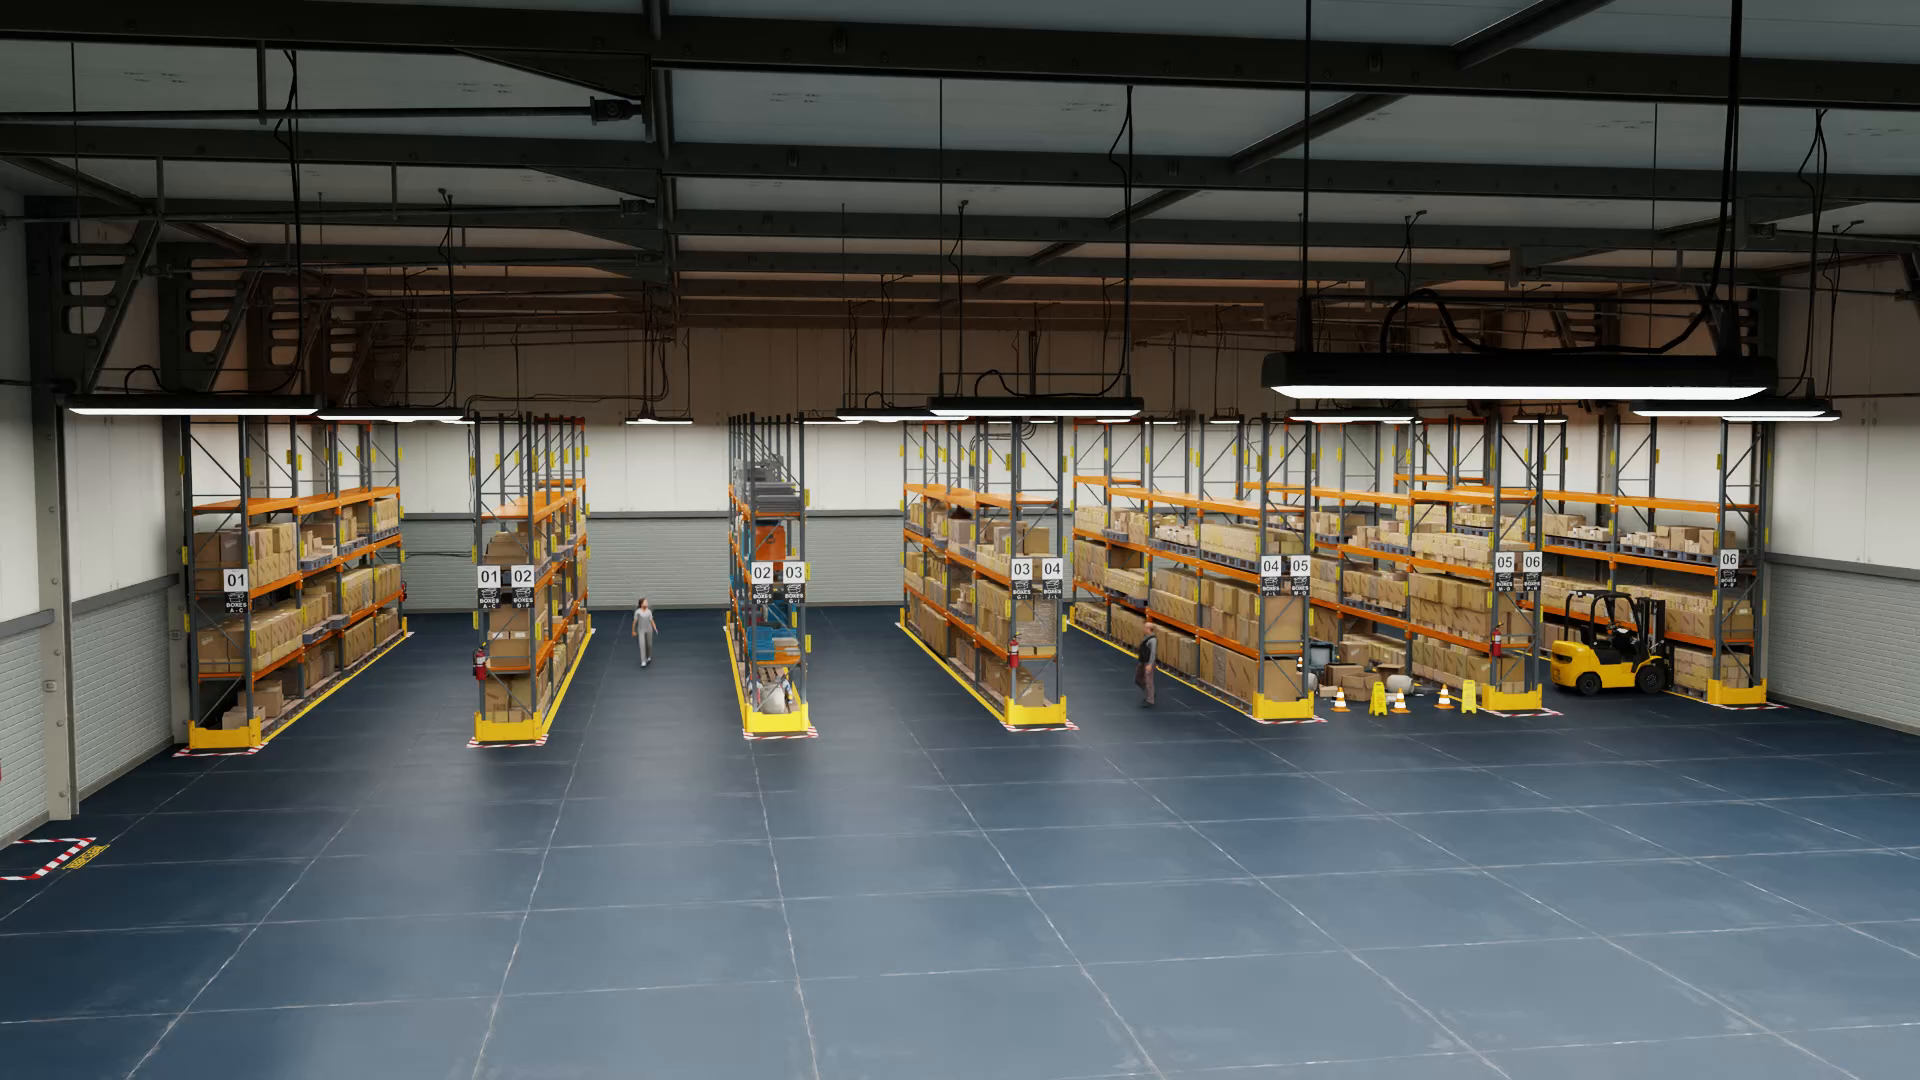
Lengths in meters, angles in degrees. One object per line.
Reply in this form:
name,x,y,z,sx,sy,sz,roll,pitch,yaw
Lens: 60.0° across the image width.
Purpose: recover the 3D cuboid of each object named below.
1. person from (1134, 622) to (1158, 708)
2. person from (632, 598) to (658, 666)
person,3.833,2.588,34.077,0.479,1.623,0.626,-2,4,-21
person,-7.578,2.197,39.973,0.618,1.621,1.045,-1,4,-13
